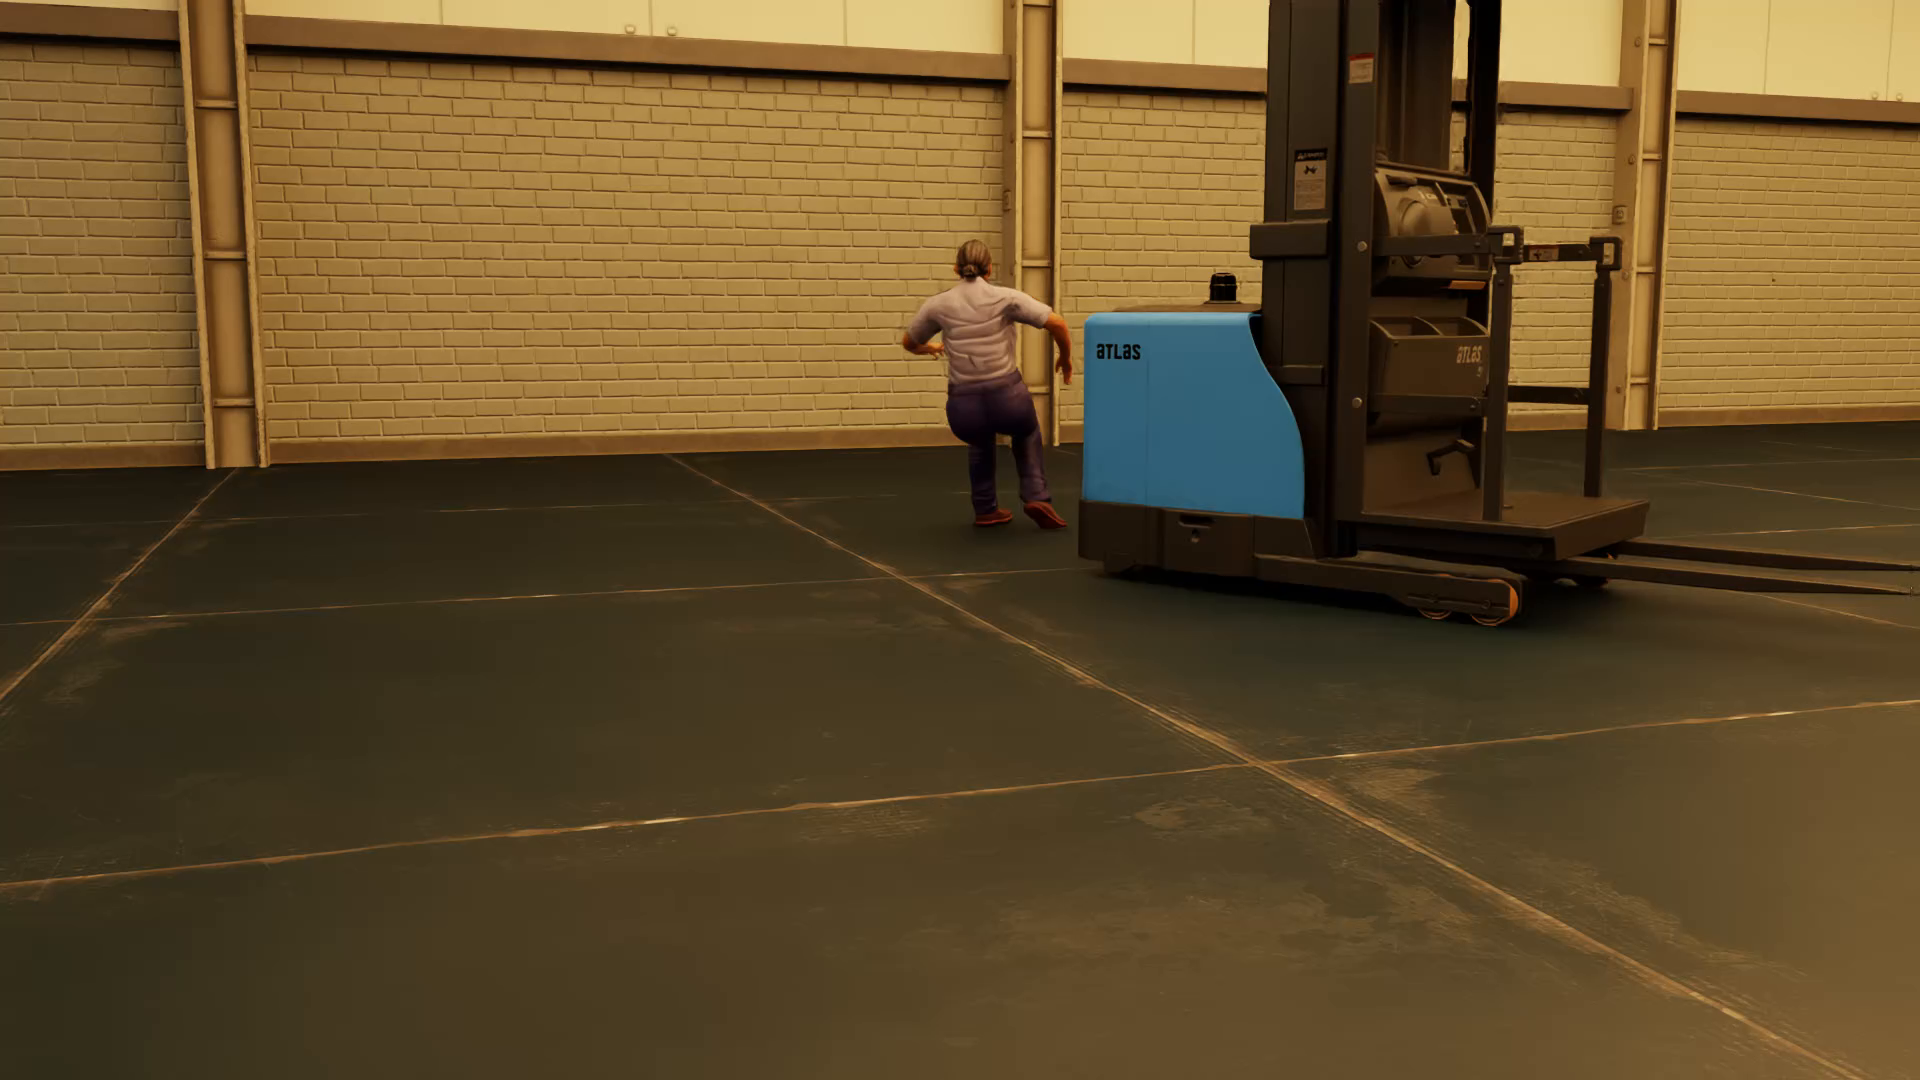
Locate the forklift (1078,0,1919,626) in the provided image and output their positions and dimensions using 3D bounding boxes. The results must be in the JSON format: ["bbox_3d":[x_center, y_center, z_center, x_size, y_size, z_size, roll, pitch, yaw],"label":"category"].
[{"bbox_3d":[1.946,-1.235,6.124,3.031,2.935,1.130,6,10,39],"label":"forklift"}]

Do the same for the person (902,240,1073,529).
[{"bbox_3d":[0.140,-0.742,8.177,0.826,1.420,0.791,1,8,5],"label":"person"}]
